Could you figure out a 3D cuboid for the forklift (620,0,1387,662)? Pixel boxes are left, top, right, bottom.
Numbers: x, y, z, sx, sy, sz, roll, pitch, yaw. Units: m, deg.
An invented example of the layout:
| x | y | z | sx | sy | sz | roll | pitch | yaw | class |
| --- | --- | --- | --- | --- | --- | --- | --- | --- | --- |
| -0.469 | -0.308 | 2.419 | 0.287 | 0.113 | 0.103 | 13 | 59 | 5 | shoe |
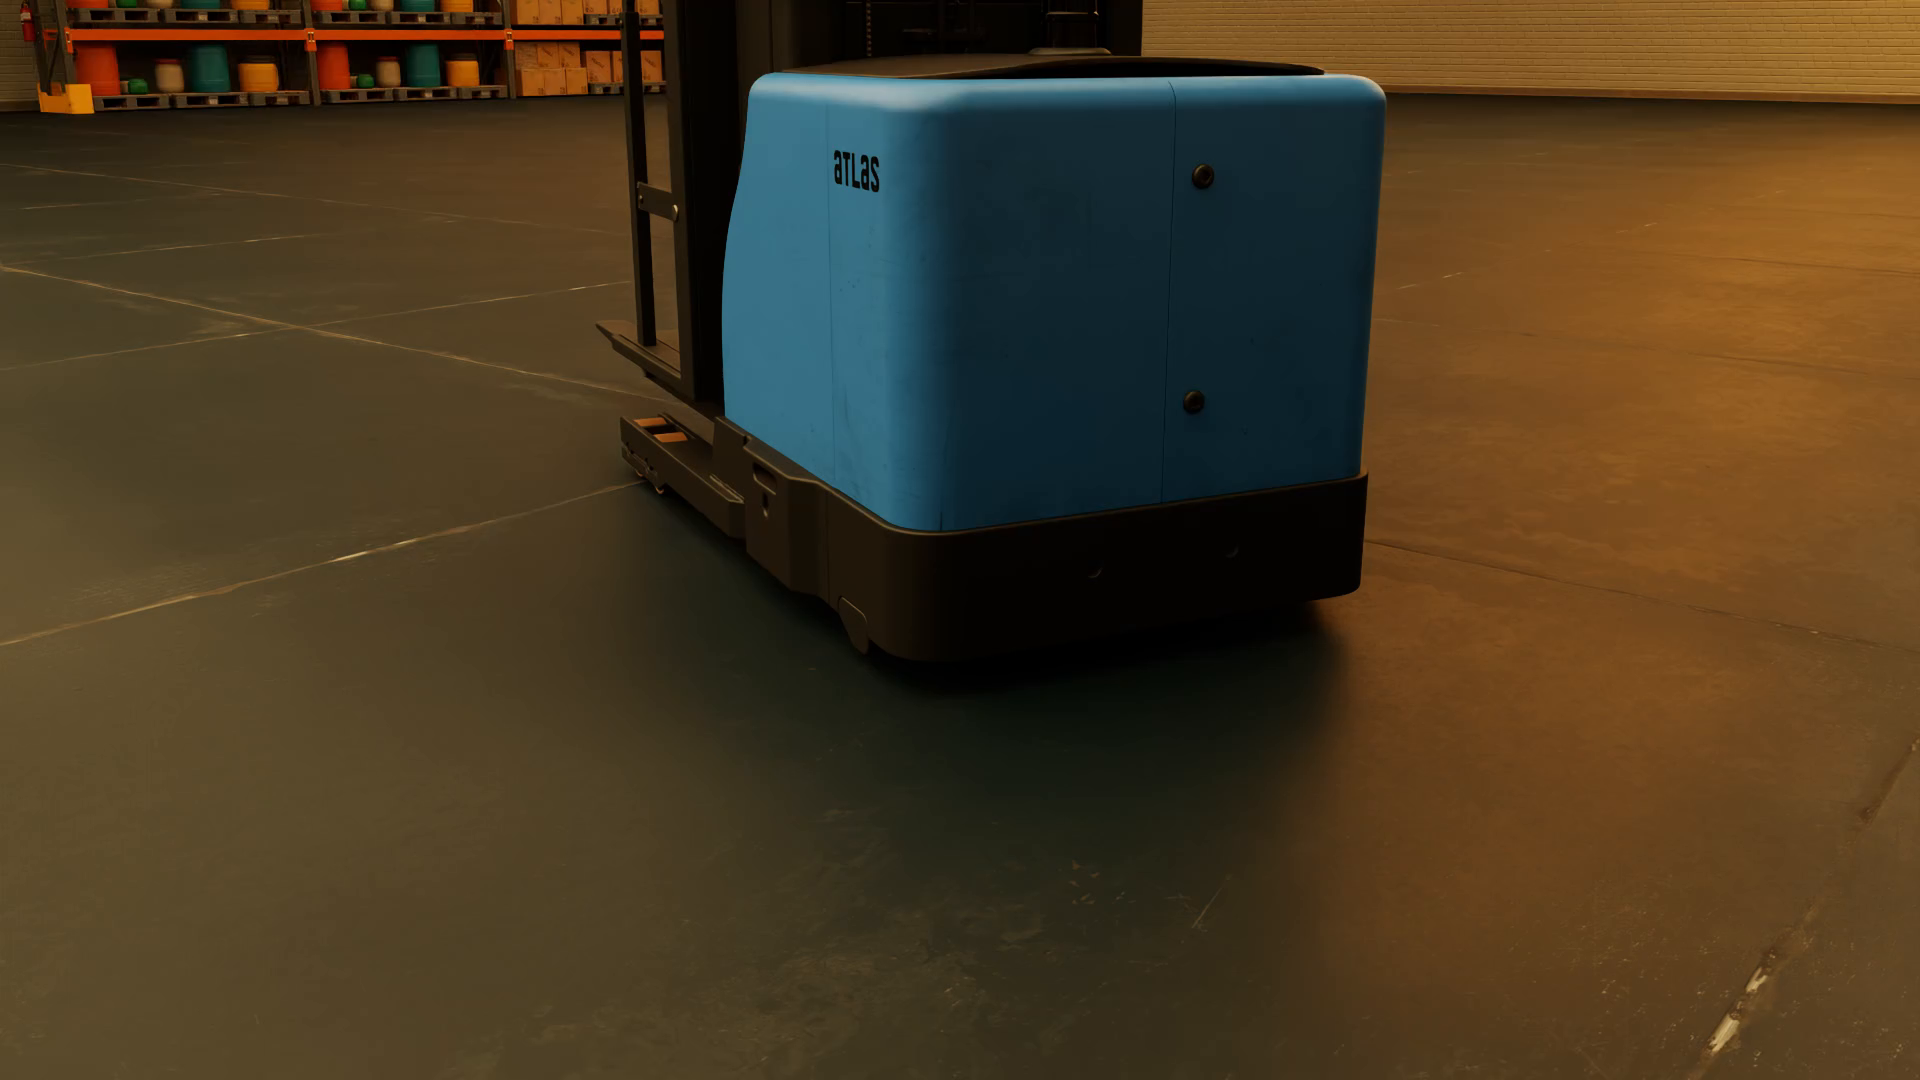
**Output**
| x | y | z | sx | sy | sz | roll | pitch | yaw | class |
| --- | --- | --- | --- | --- | --- | --- | --- | --- | --- |
| -0.034 | -1.393 | 3.593 | 1.129 | 2.867 | 1.939 | -8 | 19 | -24 | forklift |
